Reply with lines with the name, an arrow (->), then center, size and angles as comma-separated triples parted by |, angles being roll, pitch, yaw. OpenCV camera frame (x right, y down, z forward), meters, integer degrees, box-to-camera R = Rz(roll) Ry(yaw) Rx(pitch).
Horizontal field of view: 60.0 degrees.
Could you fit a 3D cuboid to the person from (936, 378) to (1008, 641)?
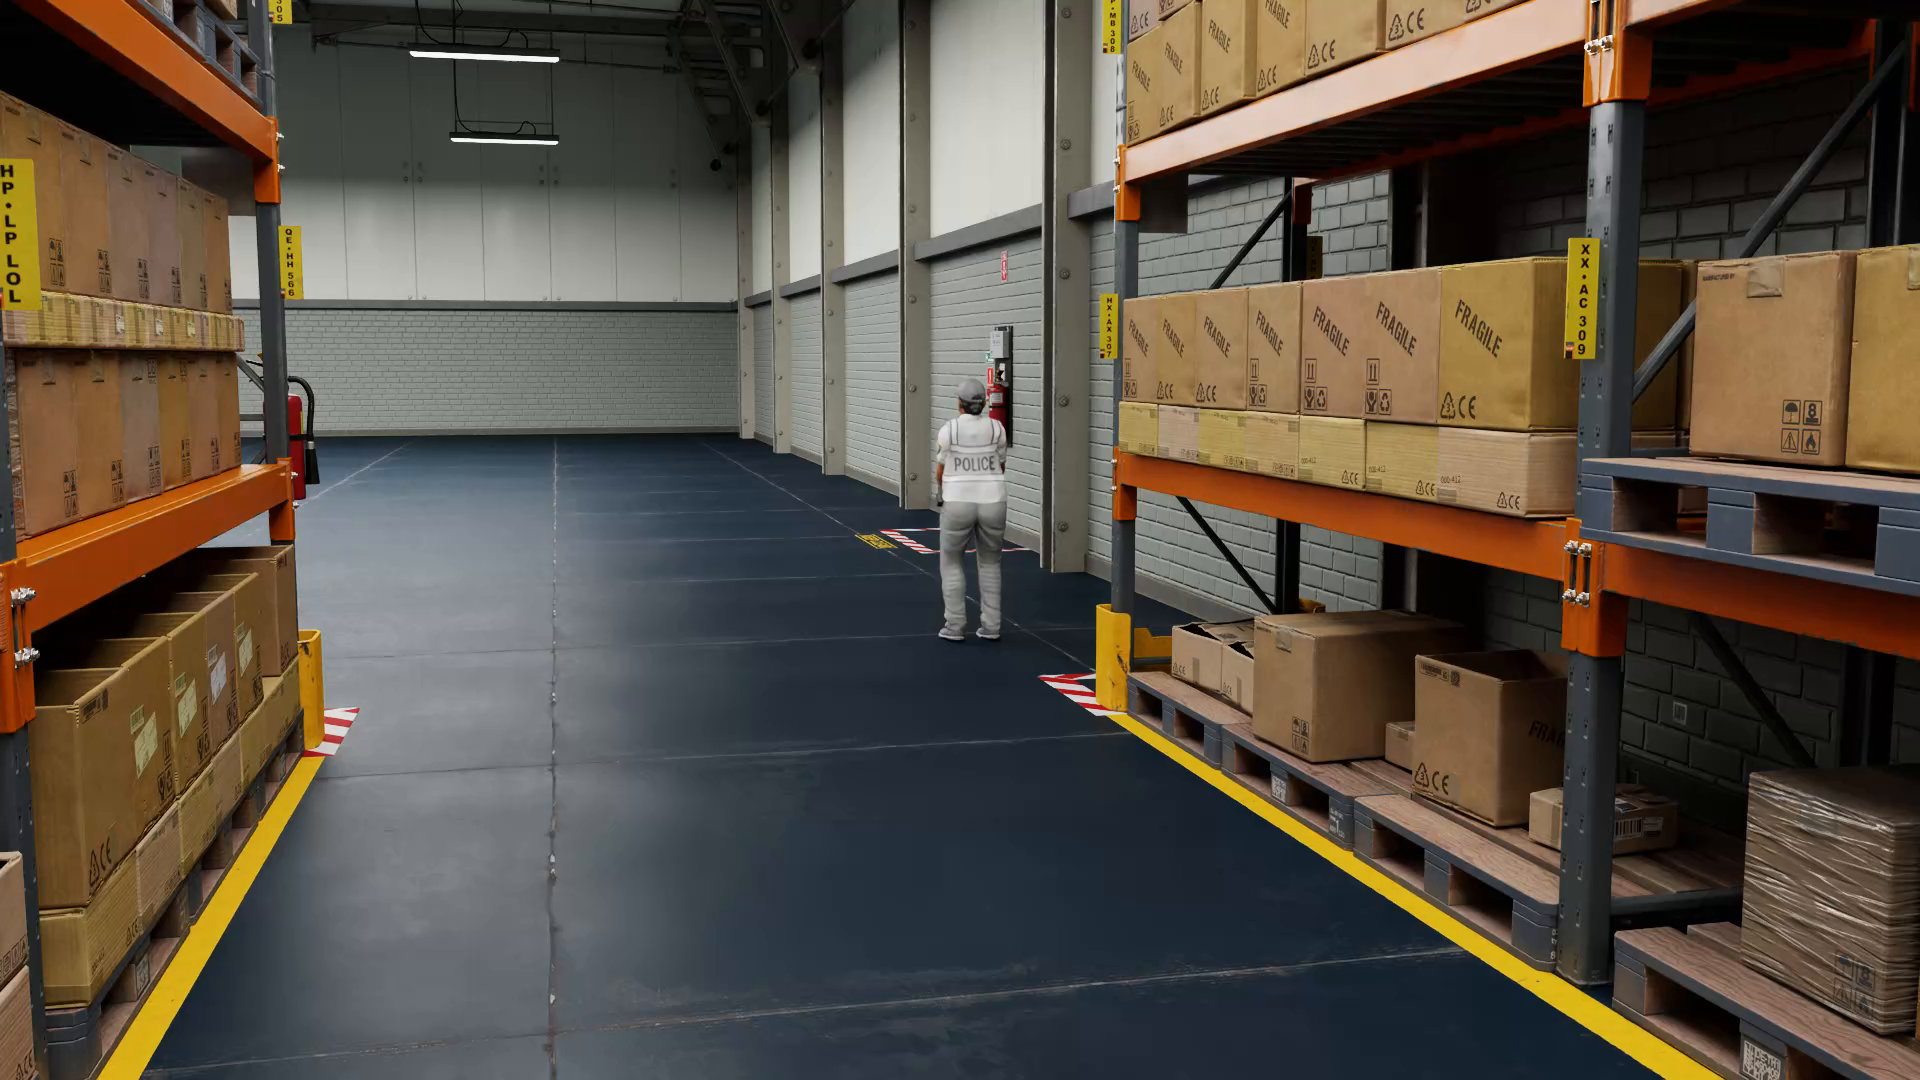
person -> 0.057, -0.194, 10.492 | 0.453, 1.653, 0.541 | -1, 6, -13
